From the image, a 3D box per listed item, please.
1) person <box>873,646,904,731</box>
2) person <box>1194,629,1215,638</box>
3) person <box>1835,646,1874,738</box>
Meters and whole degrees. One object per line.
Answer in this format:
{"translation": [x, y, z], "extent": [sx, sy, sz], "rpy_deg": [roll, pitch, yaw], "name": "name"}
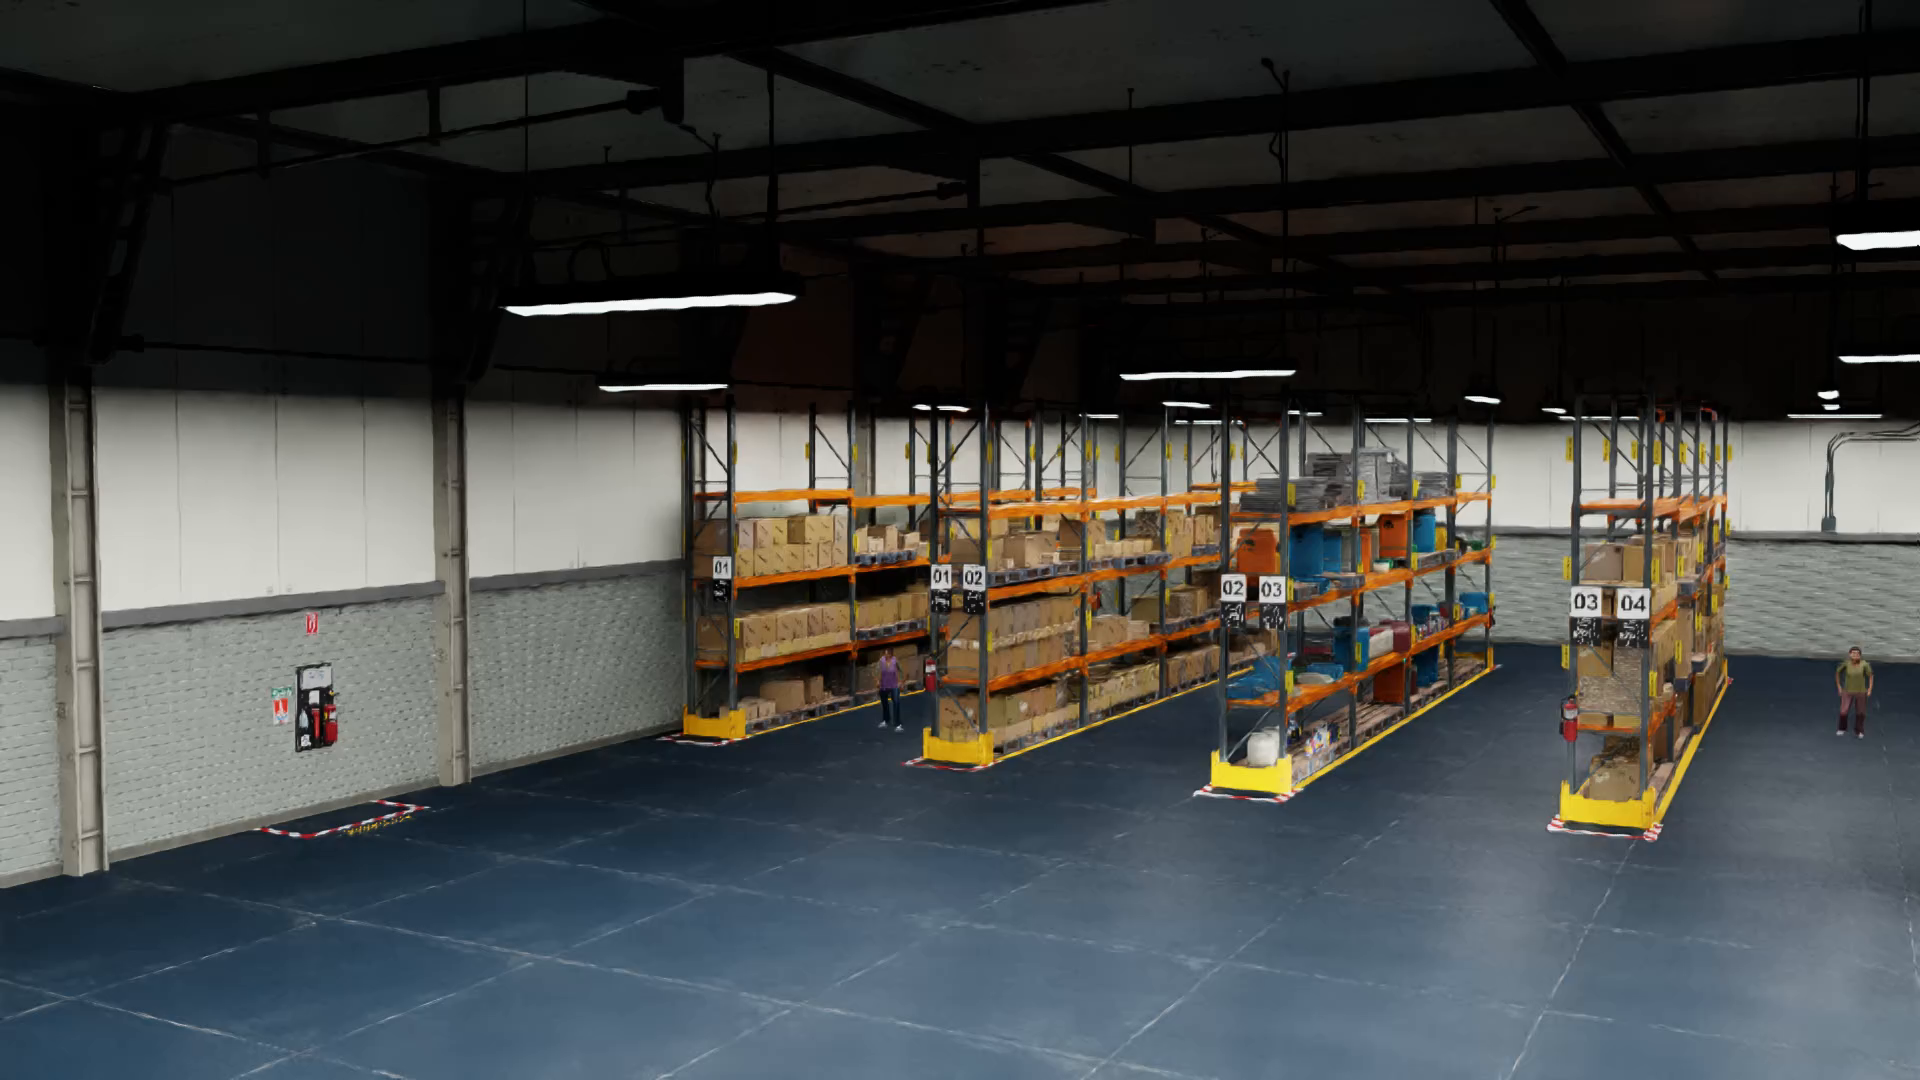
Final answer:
{"translation": [-1.255, 2.649, 29.977], "extent": [0.569, 1.530, 0.774], "rpy_deg": [1, 3, 10], "name": "person"}
{"translation": [6.358, 1.887, 43.138], "extent": [0.697, 1.670, 0.557], "rpy_deg": [-1, 3, -26], "name": "person"}
{"translation": [15.697, 2.663, 29.197], "extent": [0.598, 1.619, 0.506], "rpy_deg": [1, 3, 26], "name": "person"}
